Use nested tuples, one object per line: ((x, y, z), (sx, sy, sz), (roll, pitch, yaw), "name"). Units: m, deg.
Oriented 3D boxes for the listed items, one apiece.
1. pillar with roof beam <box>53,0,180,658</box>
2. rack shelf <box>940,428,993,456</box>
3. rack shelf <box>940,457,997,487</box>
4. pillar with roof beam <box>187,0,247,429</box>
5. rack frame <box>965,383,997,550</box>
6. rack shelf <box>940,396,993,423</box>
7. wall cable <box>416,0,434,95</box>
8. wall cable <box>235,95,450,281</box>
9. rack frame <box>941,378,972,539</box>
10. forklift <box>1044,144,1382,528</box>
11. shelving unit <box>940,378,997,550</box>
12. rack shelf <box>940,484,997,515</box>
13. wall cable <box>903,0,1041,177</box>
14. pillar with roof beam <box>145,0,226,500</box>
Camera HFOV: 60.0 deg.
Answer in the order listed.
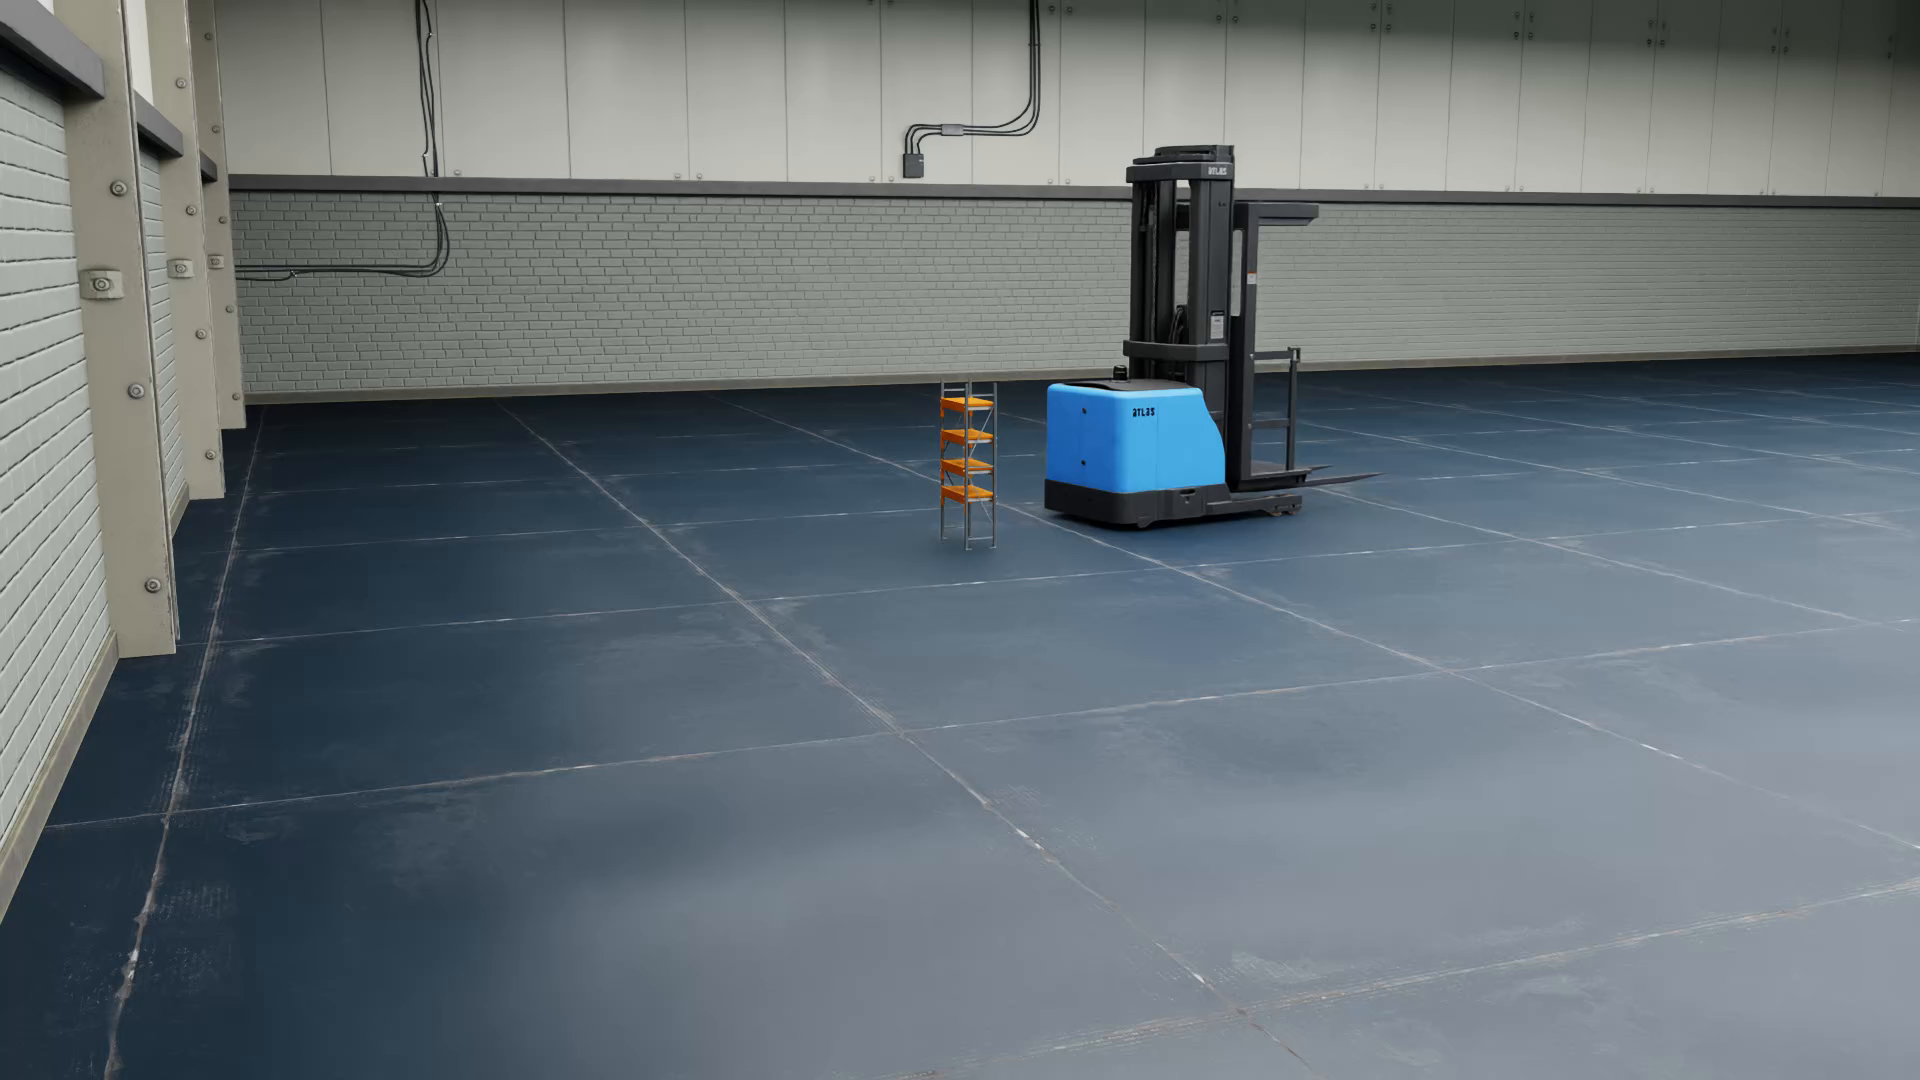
((-0.440, -4.113, 9.848), (9.100, 9.000, 0.400), (-4, 11, -21), "pillar with roof beam")
((0.060, -0.718, 12.136), (0.258, 0.148, 0.480), (-4, 11, -21), "rack shelf")
((0.060, -0.497, 12.175), (0.258, 0.148, 0.480), (-4, 11, -21), "rack shelf")
((-4.788, -6.072, 20.860), (9.100, 9.000, 0.400), (-4, 11, -21), "pillar with roof beam")
((0.148, -0.524, 11.939), (0.240, 1.200, 0.015), (-4, 11, -21), "rack frame")
((0.060, -0.951, 12.094), (0.258, 0.148, 0.480), (-4, 11, -21), "rack shelf")
((-6.114, -7.493, 23.294), (3.097, 2.526, 0.112), (-4, 11, -21), "wall cable")
((-8.636, -4.835, 22.771), (3.097, 2.526, 0.112), (-4, 11, -21), "wall cable")
((-0.028, -0.604, 12.387), (0.240, 1.200, 0.015), (-4, 11, -21), "rack frame")
((2.202, -1.706, 13.639), (3.031, 2.935, 1.130), (-6, 12, -32), "forklift")
((0.060, -0.564, 12.163), (0.258, 1.200, 0.503), (-4, 11, -21), "shelving unit")
((0.060, -0.302, 12.210), (0.258, 0.148, 0.480), (-4, 11, -21), "rack shelf")
((0.218, -8.638, 25.574), (2.305, 6.003, 0.169), (-4, 11, -21), "wall cable")
((-2.614, -5.092, 15.354), (9.100, 9.000, 0.400), (-4, 11, -21), "pillar with roof beam")
